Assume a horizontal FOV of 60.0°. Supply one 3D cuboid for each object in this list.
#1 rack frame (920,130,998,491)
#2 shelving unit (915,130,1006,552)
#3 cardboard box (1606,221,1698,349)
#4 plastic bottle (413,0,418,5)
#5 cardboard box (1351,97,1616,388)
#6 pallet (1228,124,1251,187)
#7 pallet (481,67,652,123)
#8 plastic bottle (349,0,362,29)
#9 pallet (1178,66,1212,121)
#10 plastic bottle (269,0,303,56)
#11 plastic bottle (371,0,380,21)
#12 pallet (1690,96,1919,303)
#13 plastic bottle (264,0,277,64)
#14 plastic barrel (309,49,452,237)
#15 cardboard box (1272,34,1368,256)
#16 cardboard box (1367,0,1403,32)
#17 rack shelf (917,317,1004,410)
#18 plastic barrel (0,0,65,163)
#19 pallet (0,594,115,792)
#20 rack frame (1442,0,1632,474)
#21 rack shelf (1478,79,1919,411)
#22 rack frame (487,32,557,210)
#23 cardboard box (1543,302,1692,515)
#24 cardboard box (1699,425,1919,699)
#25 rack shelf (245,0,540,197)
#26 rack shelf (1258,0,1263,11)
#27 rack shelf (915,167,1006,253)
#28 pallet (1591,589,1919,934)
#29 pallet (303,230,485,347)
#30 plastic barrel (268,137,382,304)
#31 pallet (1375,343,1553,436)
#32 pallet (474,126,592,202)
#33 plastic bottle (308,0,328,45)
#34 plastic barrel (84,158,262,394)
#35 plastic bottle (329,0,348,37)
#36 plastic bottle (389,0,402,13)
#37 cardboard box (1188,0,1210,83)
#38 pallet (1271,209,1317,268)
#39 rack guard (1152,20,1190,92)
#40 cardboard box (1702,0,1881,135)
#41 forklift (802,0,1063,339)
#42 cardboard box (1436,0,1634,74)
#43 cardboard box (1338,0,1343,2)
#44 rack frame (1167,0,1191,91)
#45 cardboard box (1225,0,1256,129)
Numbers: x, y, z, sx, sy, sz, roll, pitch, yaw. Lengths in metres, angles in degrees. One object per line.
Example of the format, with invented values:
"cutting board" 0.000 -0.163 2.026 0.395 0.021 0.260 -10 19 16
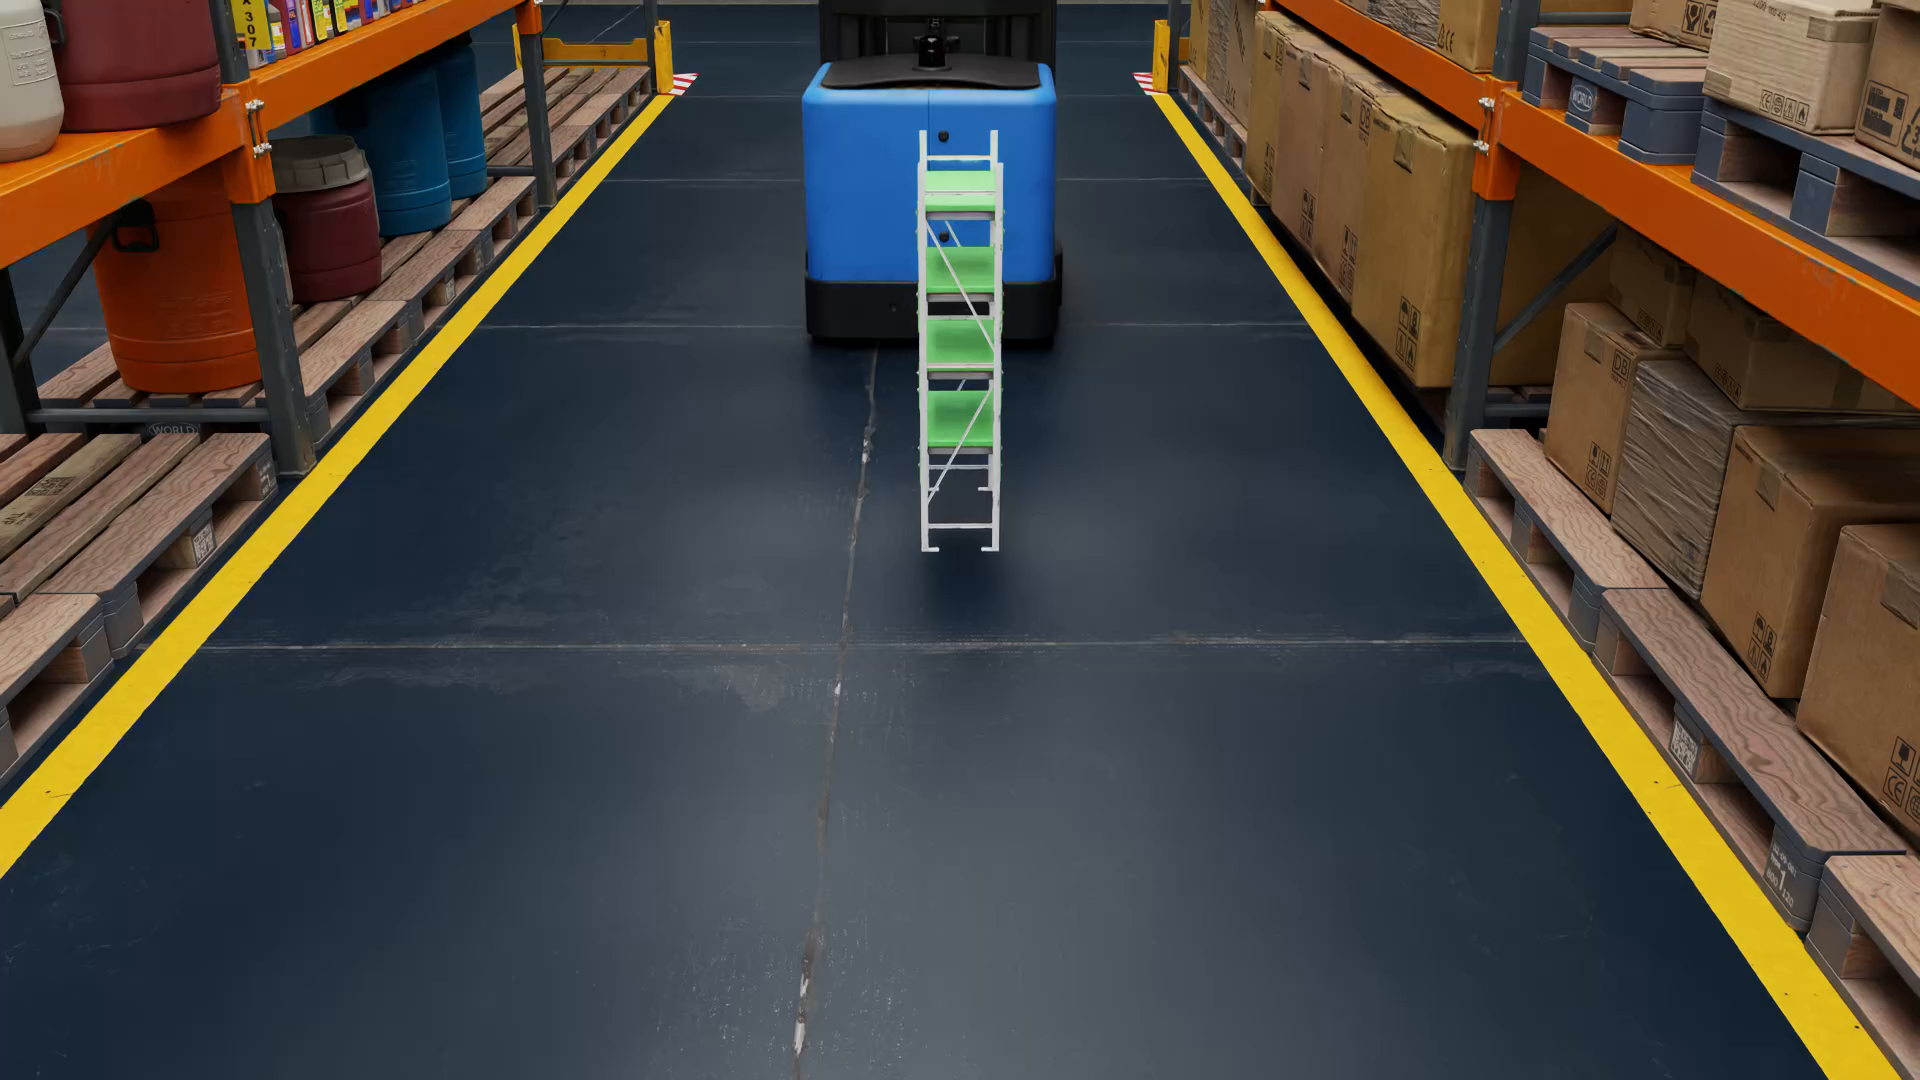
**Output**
"rack frame" -0.004 -0.715 5.376 0.240 1.200 0.015 0 24 -1
"shelving unit" -0.002 -0.615 5.154 0.258 1.200 0.503 0 24 -1
"cardboard box" 2.238 -0.751 4.860 0.500 0.250 0.500 1 24 2
"plastic bottle" -2.426 -2.441 7.249 0.097 0.201 0.097 0 24 0
"cardboard box" 2.214 -1.132 6.181 1.225 0.875 0.875 -1 24 -3
"pallet" 2.227 -2.315 10.113 1.003 0.211 1.213 0 24 -1
"pallet" -2.869 -3.288 12.263 1.003 0.211 1.213 0 24 -1
"plastic bottle" -2.417 -2.151 6.523 0.097 0.271 0.097 0 24 0
"pallet" 2.201 -3.321 12.336 1.003 0.211 1.213 0 24 -1
"plastic bottle" -2.391 -1.864 5.873 0.061 0.283 0.133 0 24 -1
"plastic bottle" -2.420 -2.247 6.733 0.097 0.271 0.097 0 24 0
"pallet" 2.263 -0.721 3.437 1.003 0.211 1.213 0 24 -1
"plastic bottle" -2.407 -1.771 5.681 0.097 0.271 0.097 0 24 0
"plastic barrel" -2.799 -1.969 8.001 0.600 0.901 0.708 0 24 -1
"cardboard box" 2.195 -1.864 7.799 1.225 0.875 0.875 -1 24 -2
"cardboard box" 1.939 -2.291 6.554 0.500 0.500 0.500 -1 24 -2
"rack shelf" -0.002 -0.557 5.180 0.258 0.148 0.480 0 24 -1
"plastic barrel" -2.527 -1.230 4.193 0.421 0.512 0.421 0 24 0
"pallet" -2.772 0.490 3.911 1.003 0.211 1.213 0 24 -1
"rack frame" 2.201 -1.624 5.201 1.000 3.000 0.127 0 24 -1
"rack shelf" 2.223 -0.472 3.527 1.077 0.370 4.000 0 24 -1
"rack frame" -2.795 -3.250 8.796 1.000 3.000 0.127 0 24 -1
"cardboard box" 2.228 -0.409 5.015 0.700 0.500 0.500 -2 24 -3
"cardboard box" 2.260 0.053 3.993 0.700 0.500 0.500 2 24 4
"rack shelf" -2.774 -2.098 7.122 1.077 0.370 4.000 0 24 -1
"rack shelf" 2.135 -3.769 10.815 1.077 0.370 4.000 0 24 -1
"rack shelf" -0.002 -0.994 4.982 0.258 0.148 0.480 0 24 -1
"pallet" 2.218 0.470 3.954 1.003 0.211 1.213 0 24 -1
"pallet" -2.813 -1.157 7.553 1.003 0.211 1.213 0 24 -1
"plastic barrel" -2.787 -1.361 7.036 0.600 0.588 0.708 0 24 -1
"pallet" 2.268 -0.679 6.494 1.003 0.211 1.213 0 24 -1
"pallet" -2.842 -2.282 10.040 1.003 0.211 1.213 0 24 -1
"plastic bottle" -2.394 -1.974 6.117 0.061 0.283 0.133 0 24 -1
"plastic barrel" -2.774 -1.006 5.958 0.600 0.830 0.708 0 24 -1
"plastic bottle" -2.397 -2.069 6.327 0.061 0.283 0.133 0 24 -1
"plastic bottle" -2.446 -2.396 6.968 0.144 0.351 0.185 0 24 -1
"cardboard box" 2.201 -3.880 12.258 0.875 0.875 0.875 0 24 -1
"pallet" 2.241 -1.684 8.717 1.003 0.211 1.213 0 24 -1
"rack guard" 2.113 -3.791 13.026 1.175 0.500 0.348 0 24 -1
"cardboard box" 1.989 -1.055 3.616 0.500 0.250 0.500 -1 24 -2
"forklift" -0.096 -2.733 7.735 1.130 2.935 3.031 0 24 1
"cardboard box" 1.948 -1.872 5.627 0.500 0.500 0.500 0 24 1
"cardboard box" 1.924 -2.714 7.489 0.500 0.500 0.500 -1 24 -2
"rack frame" 2.114 -4.920 12.489 1.000 3.000 0.127 0 24 -1
"cardboard box" 2.220 -3.139 10.618 0.875 0.875 0.875 0 24 -1
